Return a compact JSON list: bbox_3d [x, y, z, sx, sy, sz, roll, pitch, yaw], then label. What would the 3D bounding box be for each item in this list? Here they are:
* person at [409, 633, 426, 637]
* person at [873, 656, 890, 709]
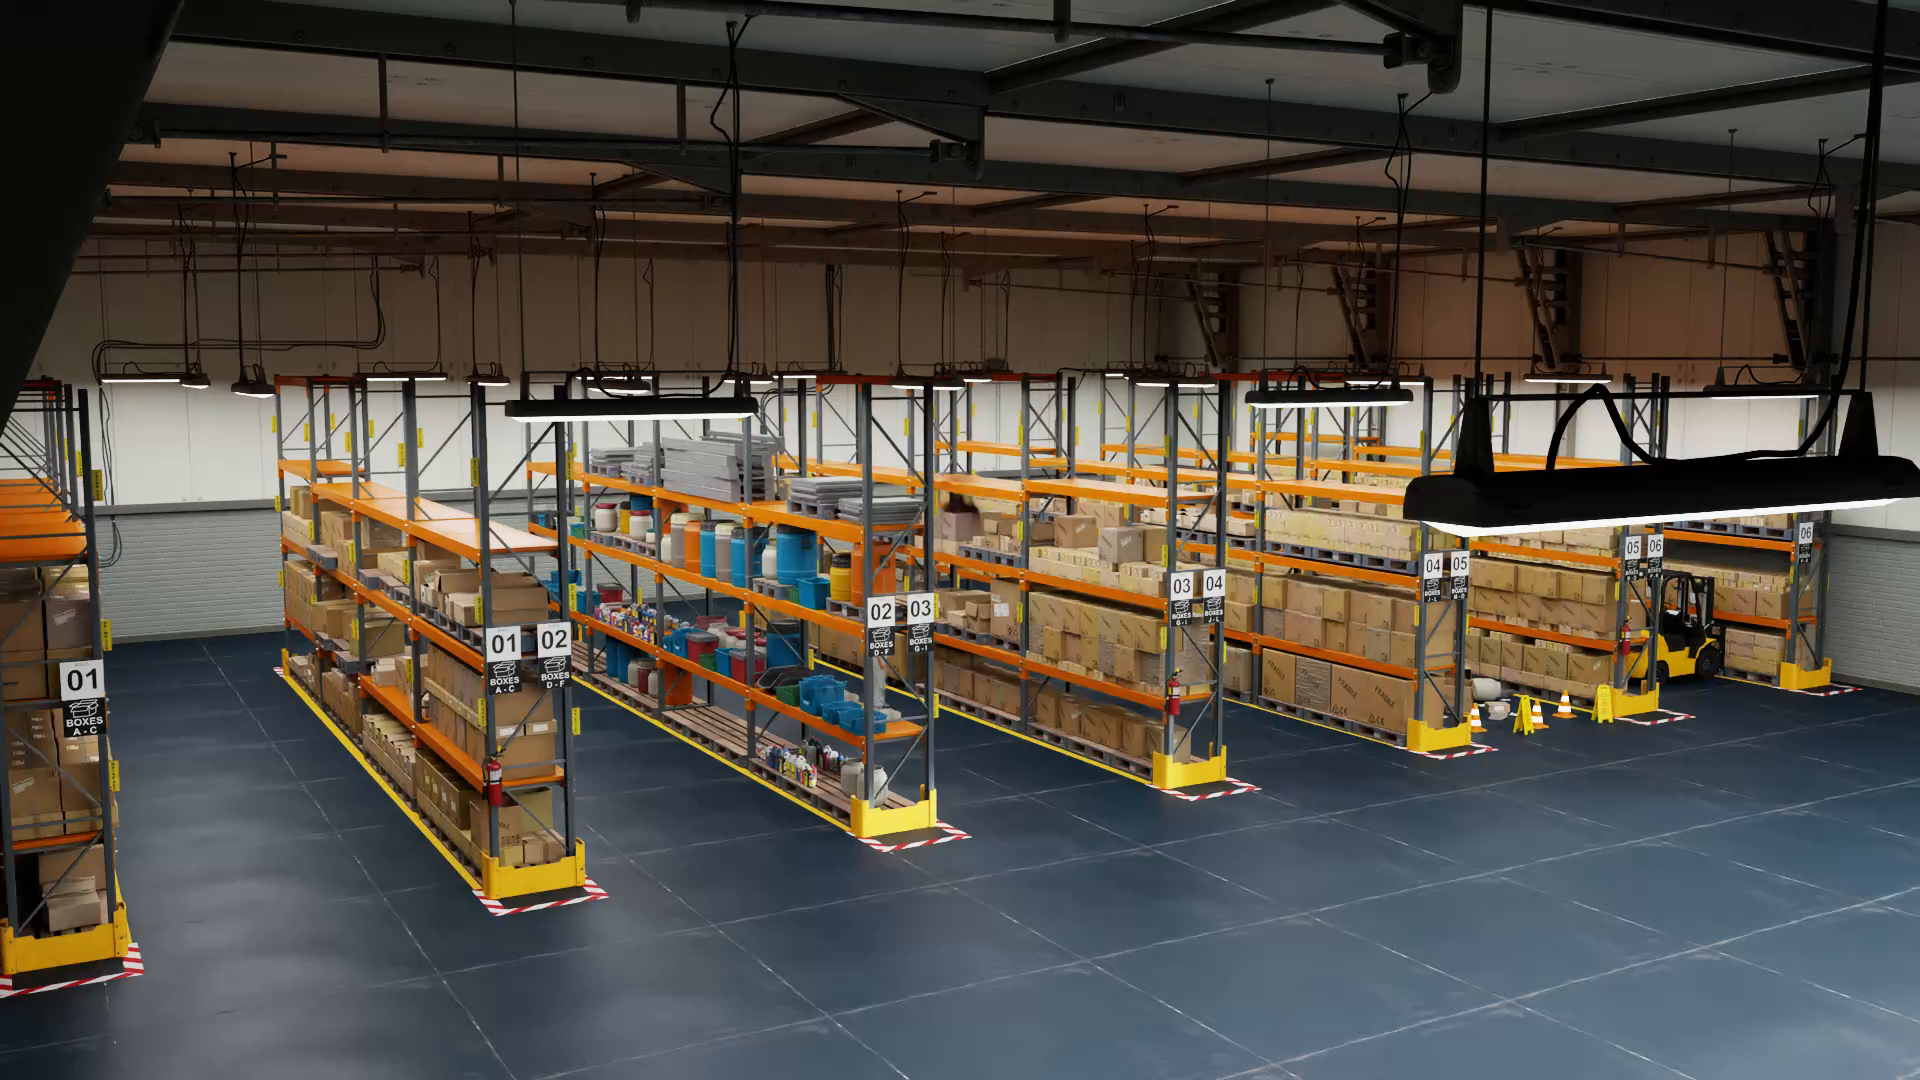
[{"bbox_3d":[-12.210,1.385,37.574,0.497,1.709,0.480,-2,7,-18],"label":"person"},{"bbox_3d":[-1.400,2.127,28.790,0.399,1.730,0.561,1,6,5],"label":"person"}]
